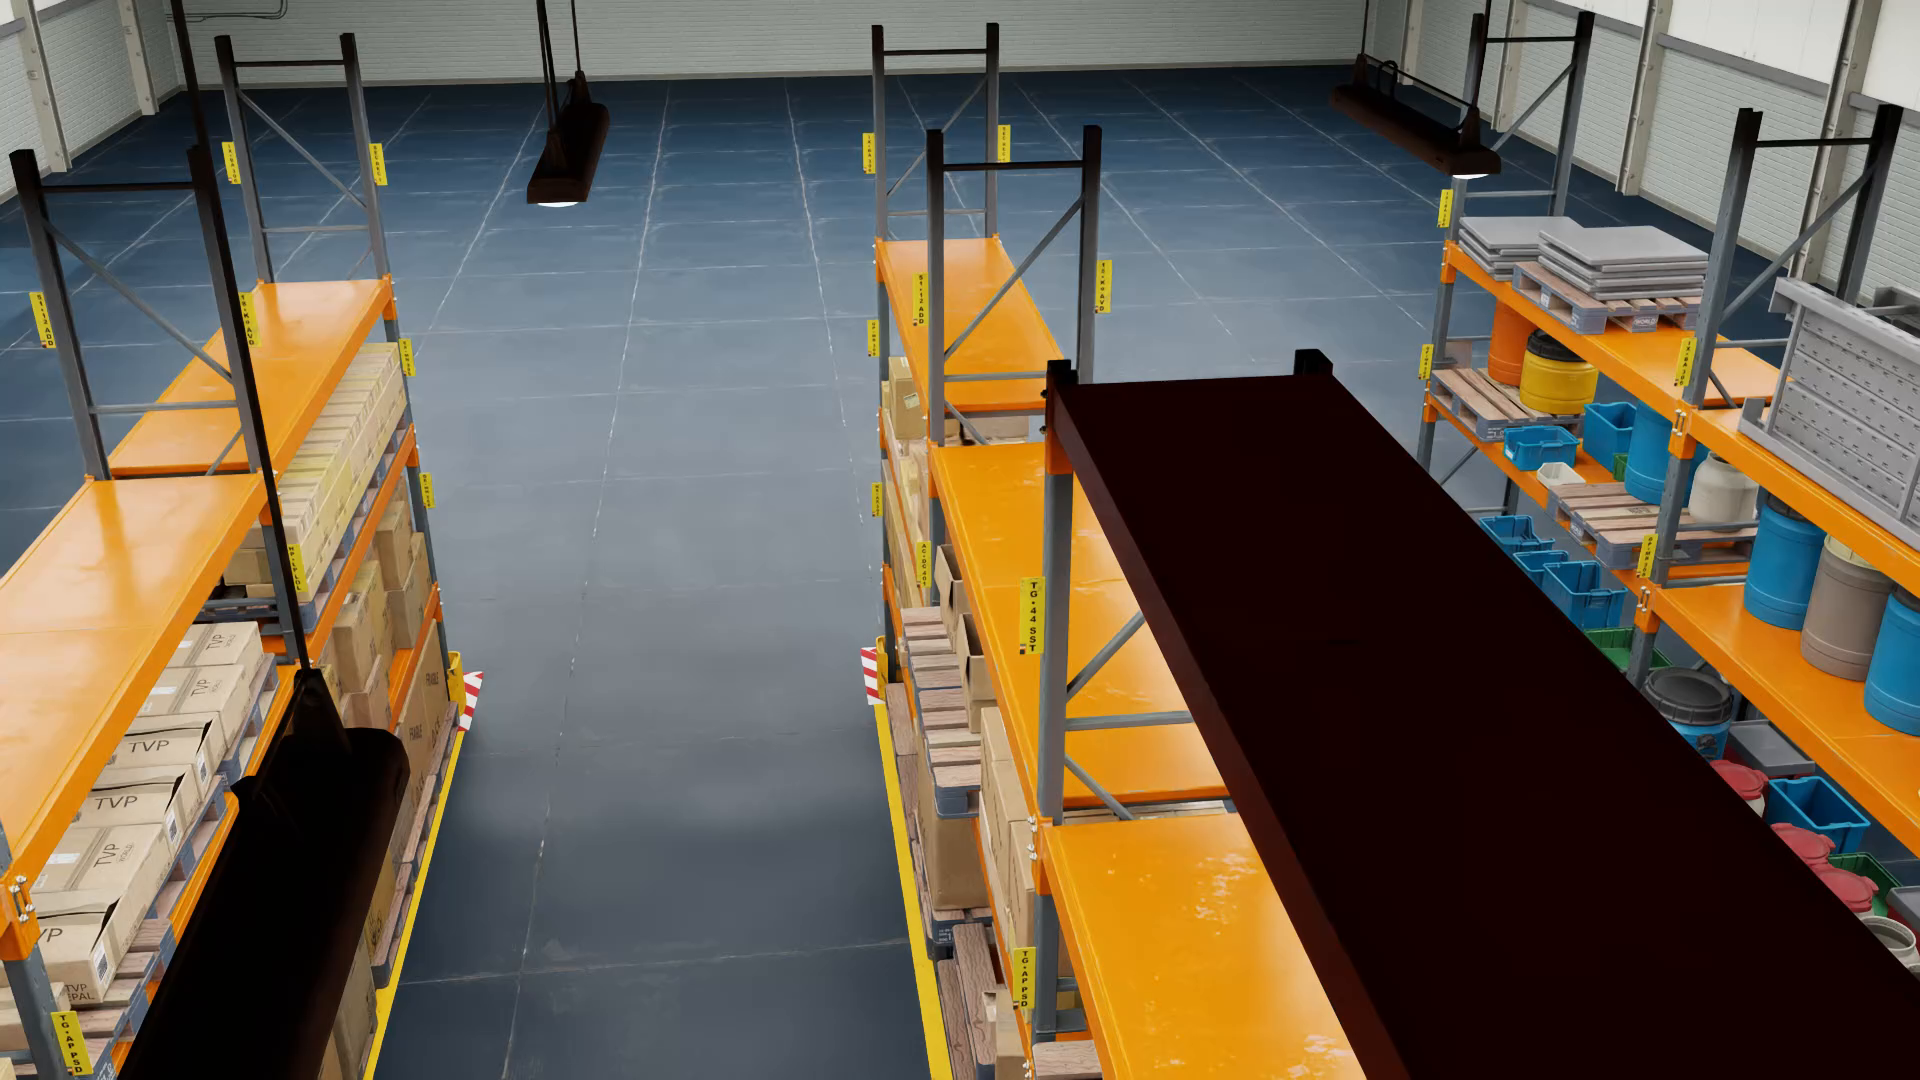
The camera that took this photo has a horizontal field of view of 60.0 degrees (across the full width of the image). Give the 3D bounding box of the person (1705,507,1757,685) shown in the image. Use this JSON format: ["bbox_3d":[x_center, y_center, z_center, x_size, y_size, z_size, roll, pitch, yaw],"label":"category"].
[{"bbox_3d":[7.226,0.412,15.638,0.525,1.716,1.091,5,26,11],"label":"person"}]
